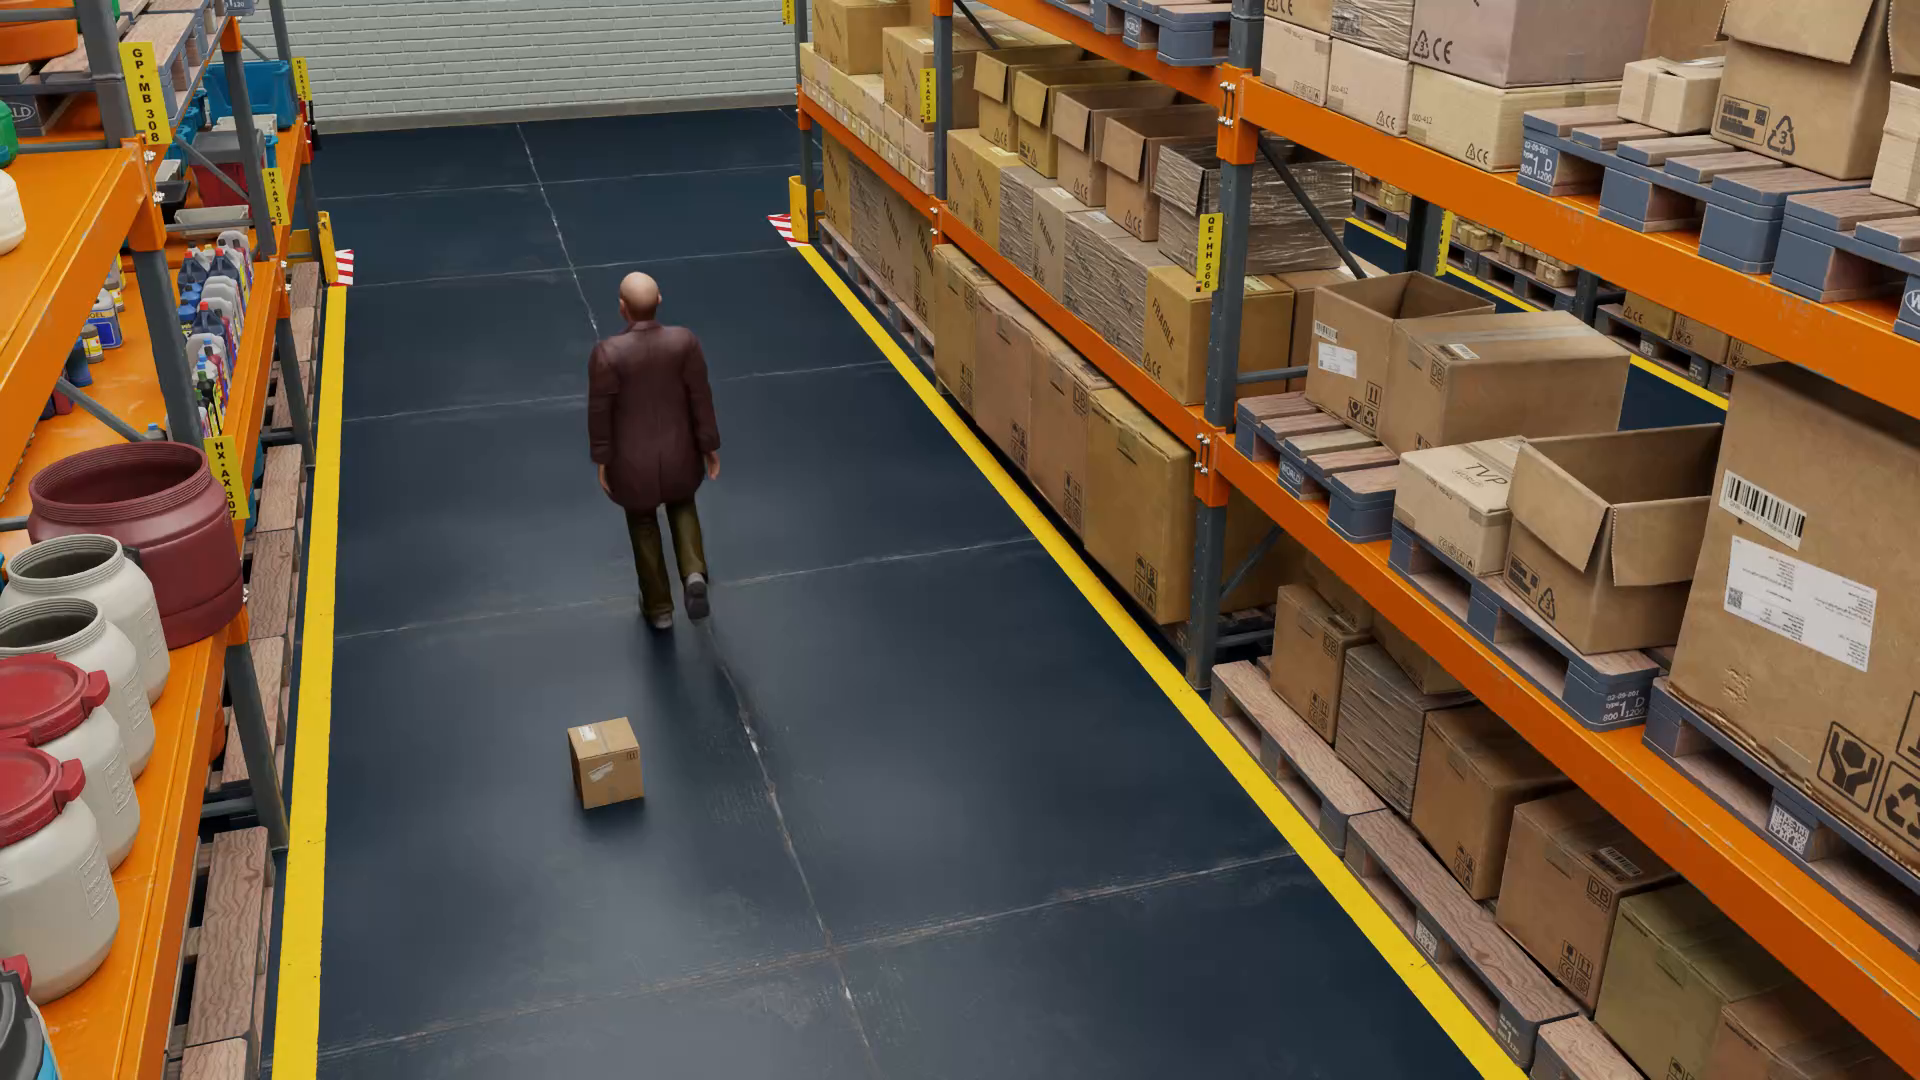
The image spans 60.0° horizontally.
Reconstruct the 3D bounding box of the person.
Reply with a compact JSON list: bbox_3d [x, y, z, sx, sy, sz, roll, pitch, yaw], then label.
[{"bbox_3d":[-1.445,-0.412,7.902,0.608,1.769,0.559,-12,28,-23],"label":"person"}]
